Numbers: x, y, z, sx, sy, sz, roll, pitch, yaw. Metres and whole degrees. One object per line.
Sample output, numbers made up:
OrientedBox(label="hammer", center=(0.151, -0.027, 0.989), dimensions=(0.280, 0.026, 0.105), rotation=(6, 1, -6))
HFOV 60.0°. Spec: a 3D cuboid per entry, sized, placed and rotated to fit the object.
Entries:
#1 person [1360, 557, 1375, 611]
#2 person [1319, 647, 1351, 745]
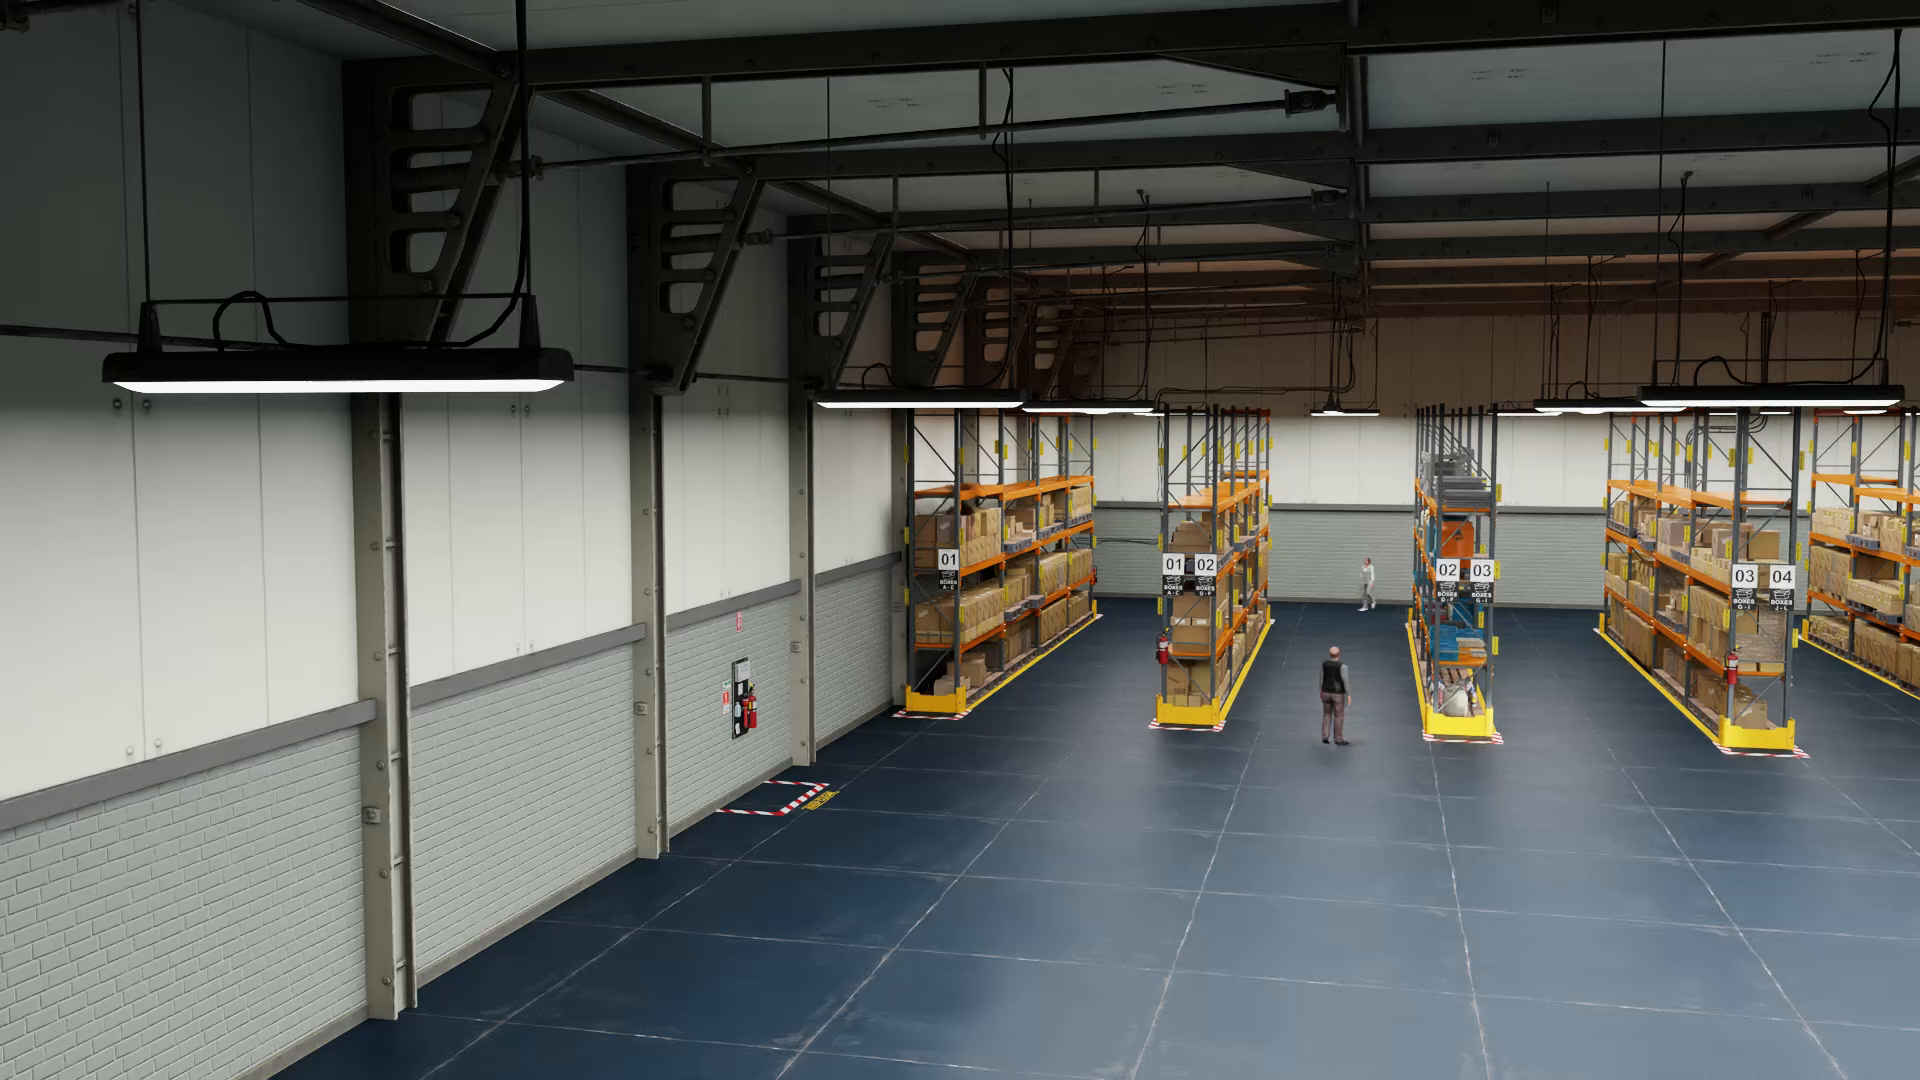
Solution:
OrientedBox(label="person", center=(12.115, 1.309, 49.487), dimensions=(0.468, 1.603, 0.427), rotation=(-4, 5, -40))
OrientedBox(label="person", center=(6.611, 2.772, 29.242), dimensions=(0.593, 1.807, 0.401), rotation=(4, 6, 43))
